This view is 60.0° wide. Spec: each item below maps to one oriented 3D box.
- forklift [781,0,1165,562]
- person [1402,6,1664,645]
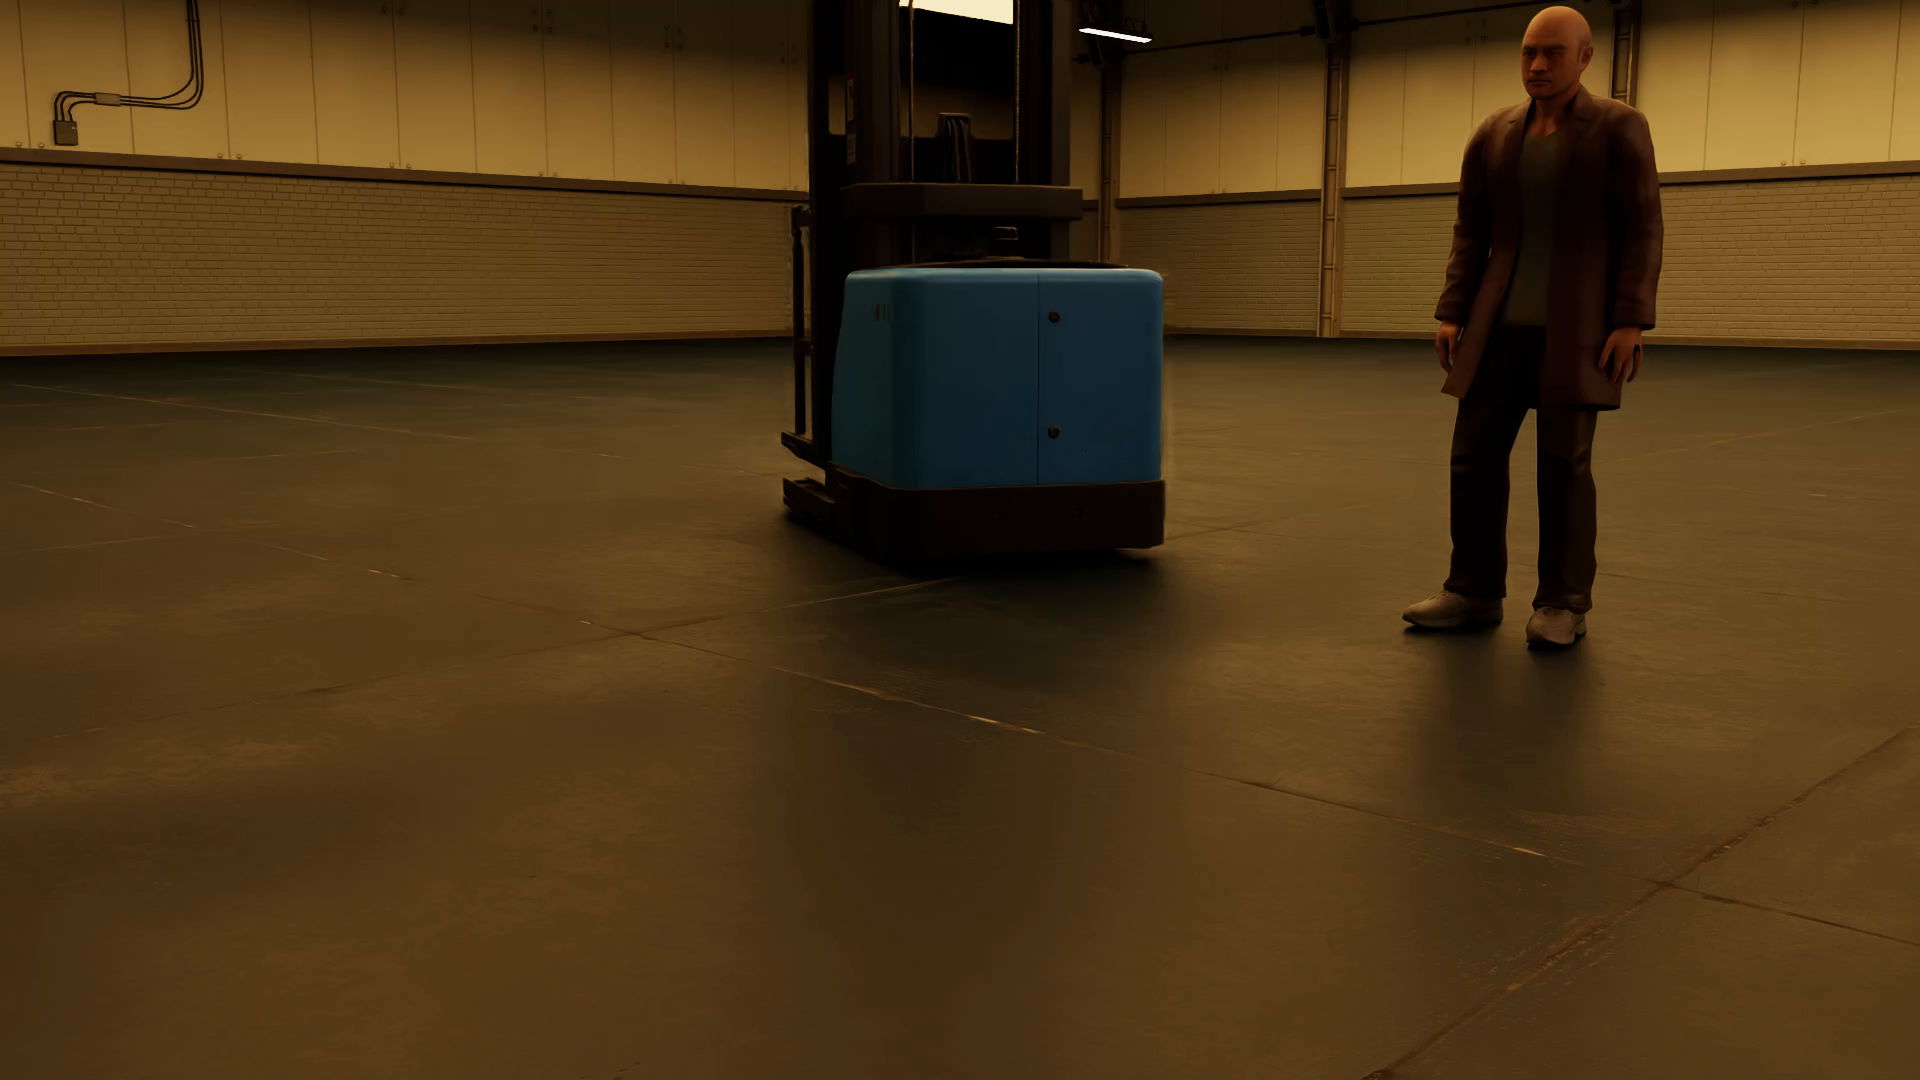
[{"bbox_3d":[-0.162,-1.551,7.171,1.130,2.935,3.031,-3,9,-17],"label":"forklift"},{"bbox_3d":[1.660,-0.603,4.767,0.644,1.772,0.430,8,12,43],"label":"person"}]
